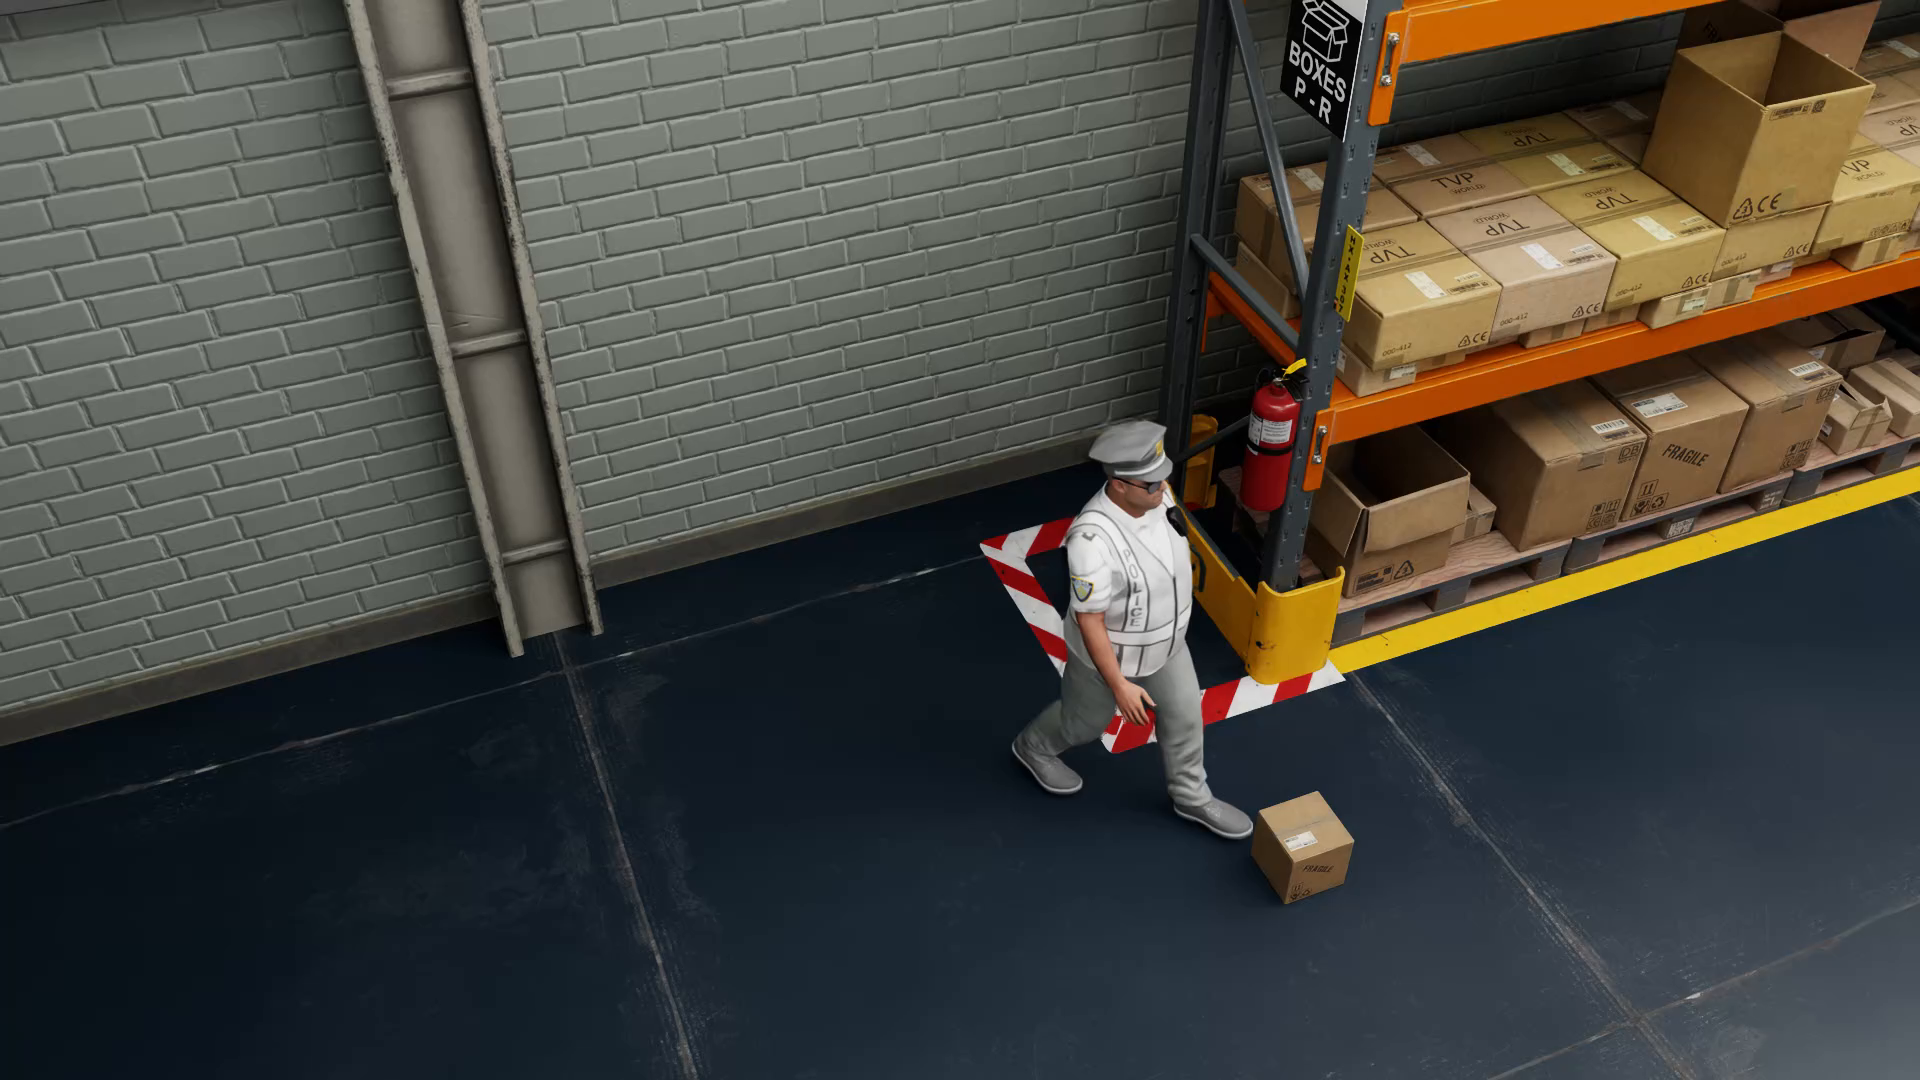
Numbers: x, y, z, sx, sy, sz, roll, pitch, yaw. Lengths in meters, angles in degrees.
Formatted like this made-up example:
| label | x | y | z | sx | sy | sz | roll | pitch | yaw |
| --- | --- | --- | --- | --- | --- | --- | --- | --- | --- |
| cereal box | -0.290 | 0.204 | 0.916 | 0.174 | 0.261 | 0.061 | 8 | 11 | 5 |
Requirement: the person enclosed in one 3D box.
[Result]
| label | x | y | z | sx | sy | sz | roll | pitch | yaw |
| --- | --- | --- | --- | --- | --- | --- | --- | --- | --- |
| person | 0.615 | 0.358 | 5.739 | 0.932 | 1.733 | 0.539 | 32 | 50 | 31 |
